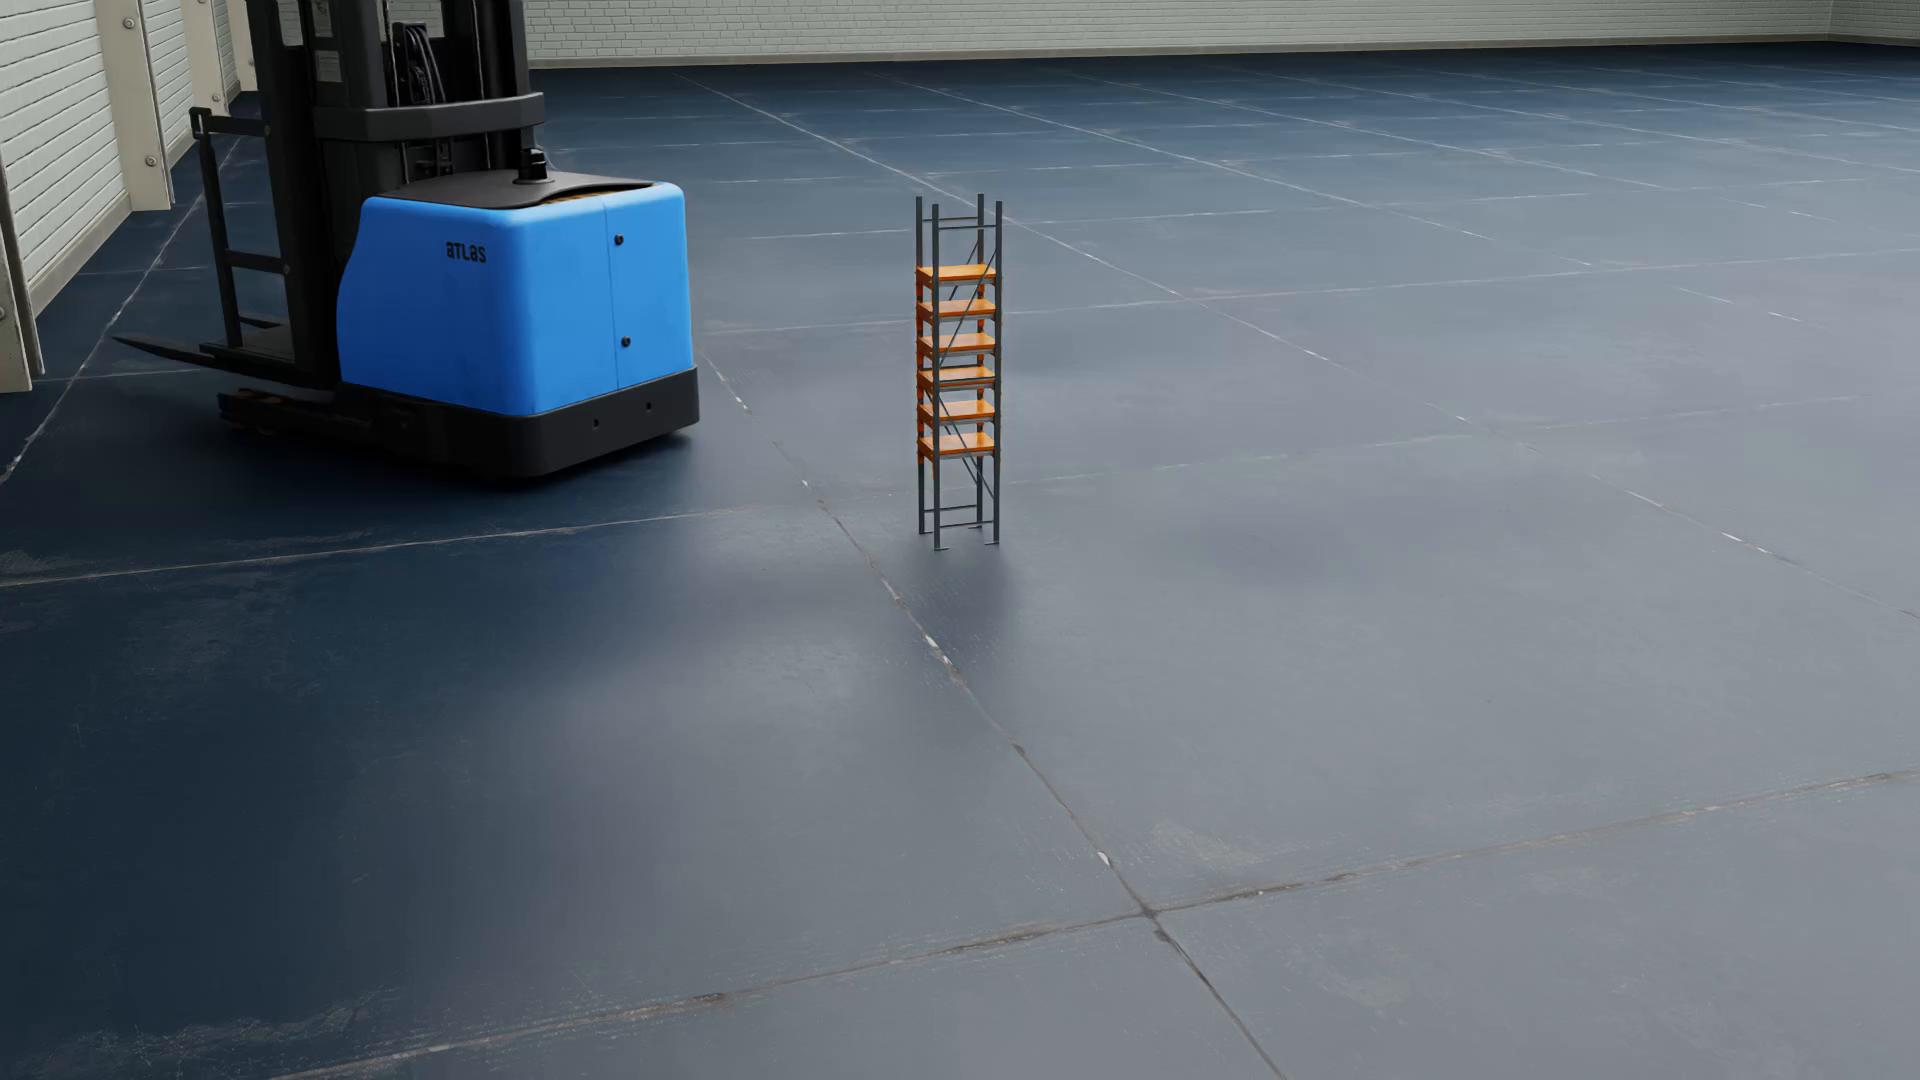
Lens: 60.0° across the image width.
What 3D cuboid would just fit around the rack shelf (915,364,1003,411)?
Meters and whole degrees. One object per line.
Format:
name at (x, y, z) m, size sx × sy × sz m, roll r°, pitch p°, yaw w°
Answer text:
rack shelf at (-0.005, -0.528, 5.742) m, size 0.258 × 0.103 × 0.180 m, roll -6°, pitch 21°, yaw -17°

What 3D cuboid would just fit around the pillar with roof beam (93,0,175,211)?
pillar with roof beam at (-2.418, -7.373, 13.131) m, size 9.100 × 9.000 × 0.400 m, roll -6°, pitch 21°, yaw -17°

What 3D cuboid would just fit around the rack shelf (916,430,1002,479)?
rack shelf at (-0.005, -0.302, 5.823) m, size 0.258 × 0.103 × 0.180 m, roll -6°, pitch 21°, yaw -17°

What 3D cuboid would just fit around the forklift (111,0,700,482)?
forklift at (-2.629, -1.964, 7.049) m, size 3.031 × 2.935 × 1.130 m, roll 12°, pitch 23°, yaw 31°

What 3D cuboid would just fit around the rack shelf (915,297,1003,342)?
rack shelf at (-0.005, -0.753, 5.660) m, size 0.258 × 0.103 × 0.180 m, roll -6°, pitch 21°, yaw -17°

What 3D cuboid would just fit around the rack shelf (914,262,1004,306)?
rack shelf at (-0.005, -0.866, 5.620) m, size 0.258 × 0.103 × 0.180 m, roll -6°, pitch 21°, yaw -17°

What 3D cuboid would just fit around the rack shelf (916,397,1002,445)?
rack shelf at (-0.005, -0.415, 5.782) m, size 0.258 × 0.103 × 0.180 m, roll -6°, pitch 21°, yaw -17°

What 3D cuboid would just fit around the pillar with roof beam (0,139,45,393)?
pillar with roof beam at (-0.532, -5.447, 7.770) m, size 9.100 × 9.000 × 0.400 m, roll -6°, pitch 21°, yaw -17°

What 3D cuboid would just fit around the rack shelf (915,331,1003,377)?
rack shelf at (-0.005, -0.640, 5.701) m, size 0.258 × 0.103 × 0.180 m, roll -6°, pitch 21°, yaw -17°

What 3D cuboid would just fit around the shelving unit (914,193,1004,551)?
shelving unit at (-0.005, -0.569, 5.727) m, size 0.258 × 1.200 × 0.189 m, roll -6°, pitch 21°, yaw -17°

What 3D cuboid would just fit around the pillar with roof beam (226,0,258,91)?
pillar with roof beam at (-6.189, -11.224, 23.852) m, size 9.100 × 9.000 × 0.400 m, roll -6°, pitch 21°, yaw -17°

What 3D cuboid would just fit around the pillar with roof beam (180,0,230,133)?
pillar with roof beam at (-4.304, -9.298, 18.491) m, size 9.100 × 9.000 × 0.400 m, roll -6°, pitch 21°, yaw -17°

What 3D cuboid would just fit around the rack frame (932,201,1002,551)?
rack frame at (0.024, -0.540, 5.645) m, size 0.240 × 1.200 × 0.006 m, roll -6°, pitch 21°, yaw -17°

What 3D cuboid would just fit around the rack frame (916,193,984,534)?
rack frame at (-0.033, -0.599, 5.808) m, size 0.240 × 1.200 × 0.006 m, roll -6°, pitch 21°, yaw -17°
